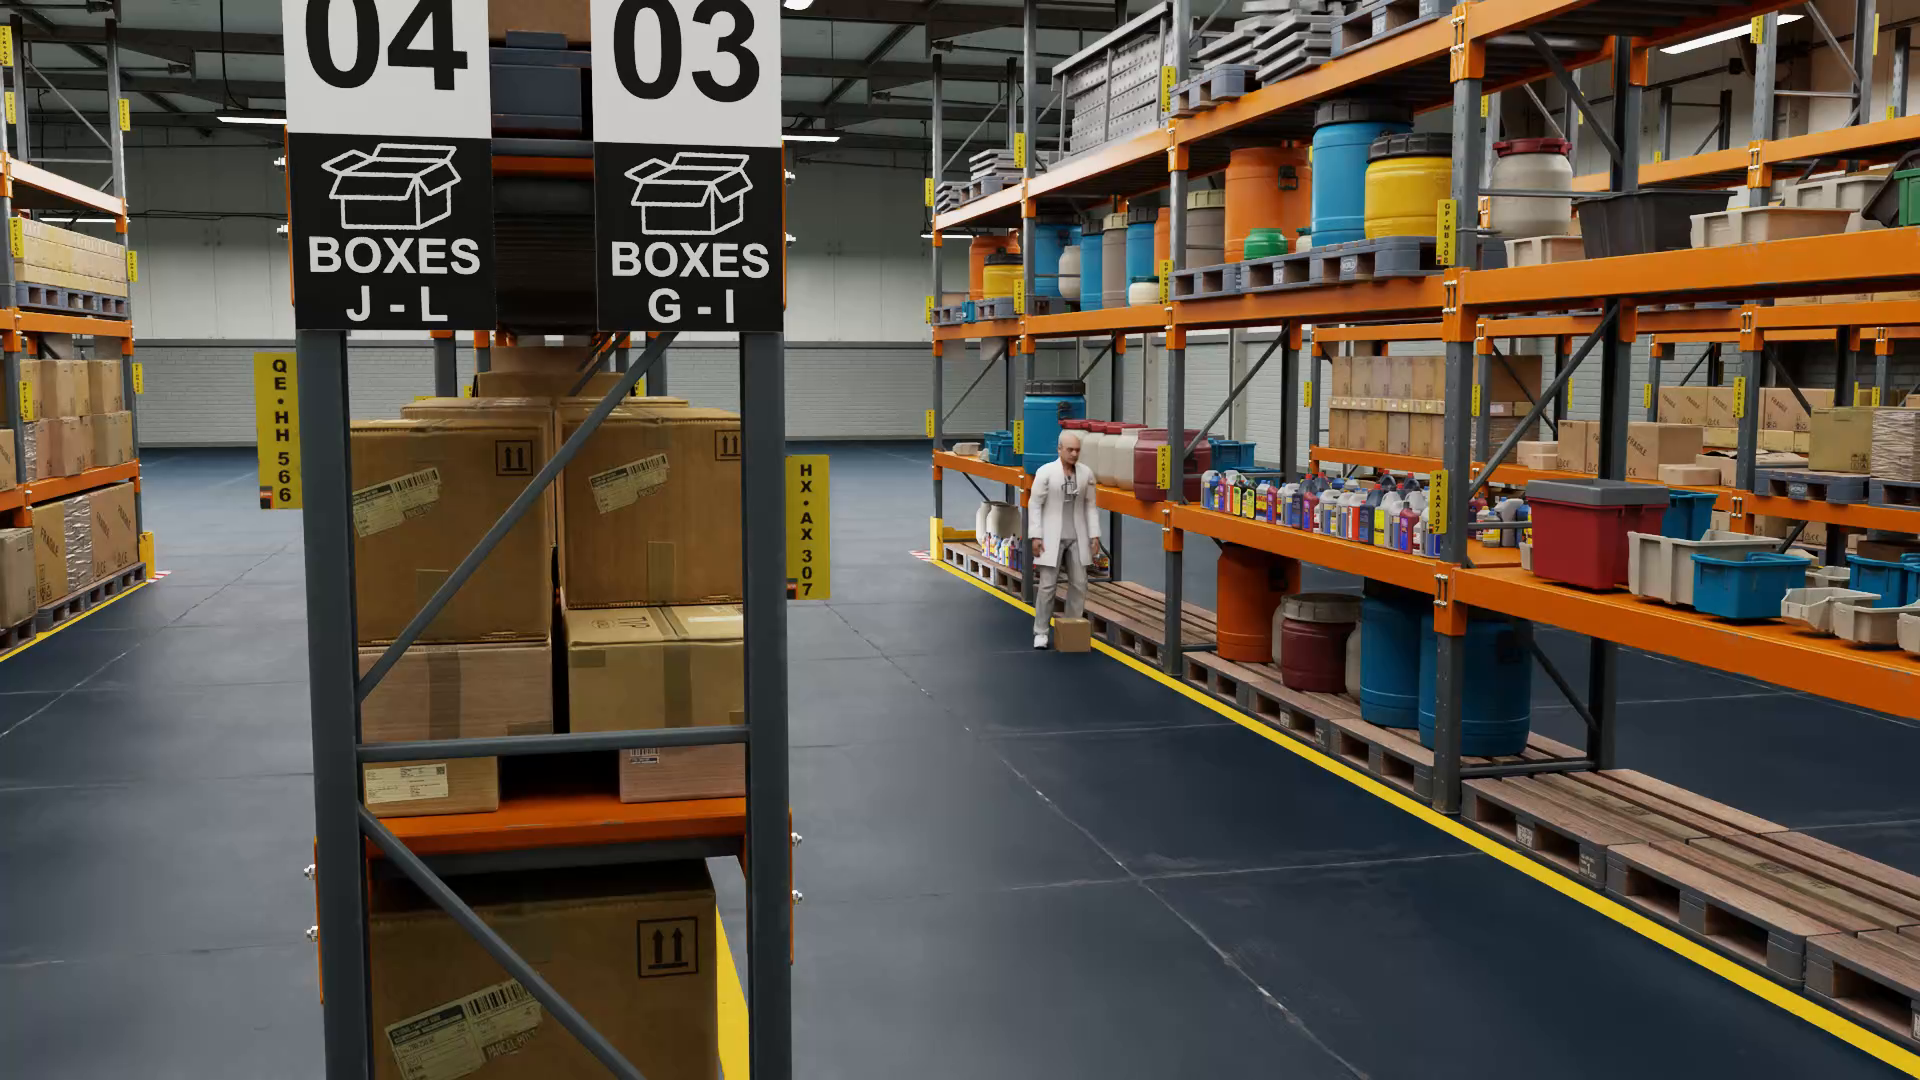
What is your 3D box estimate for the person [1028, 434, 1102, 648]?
[{"bbox_3d":[0.879,-0.001,13.890,0.654,1.774,0.421,-2,6,-17],"label":"person"}]
